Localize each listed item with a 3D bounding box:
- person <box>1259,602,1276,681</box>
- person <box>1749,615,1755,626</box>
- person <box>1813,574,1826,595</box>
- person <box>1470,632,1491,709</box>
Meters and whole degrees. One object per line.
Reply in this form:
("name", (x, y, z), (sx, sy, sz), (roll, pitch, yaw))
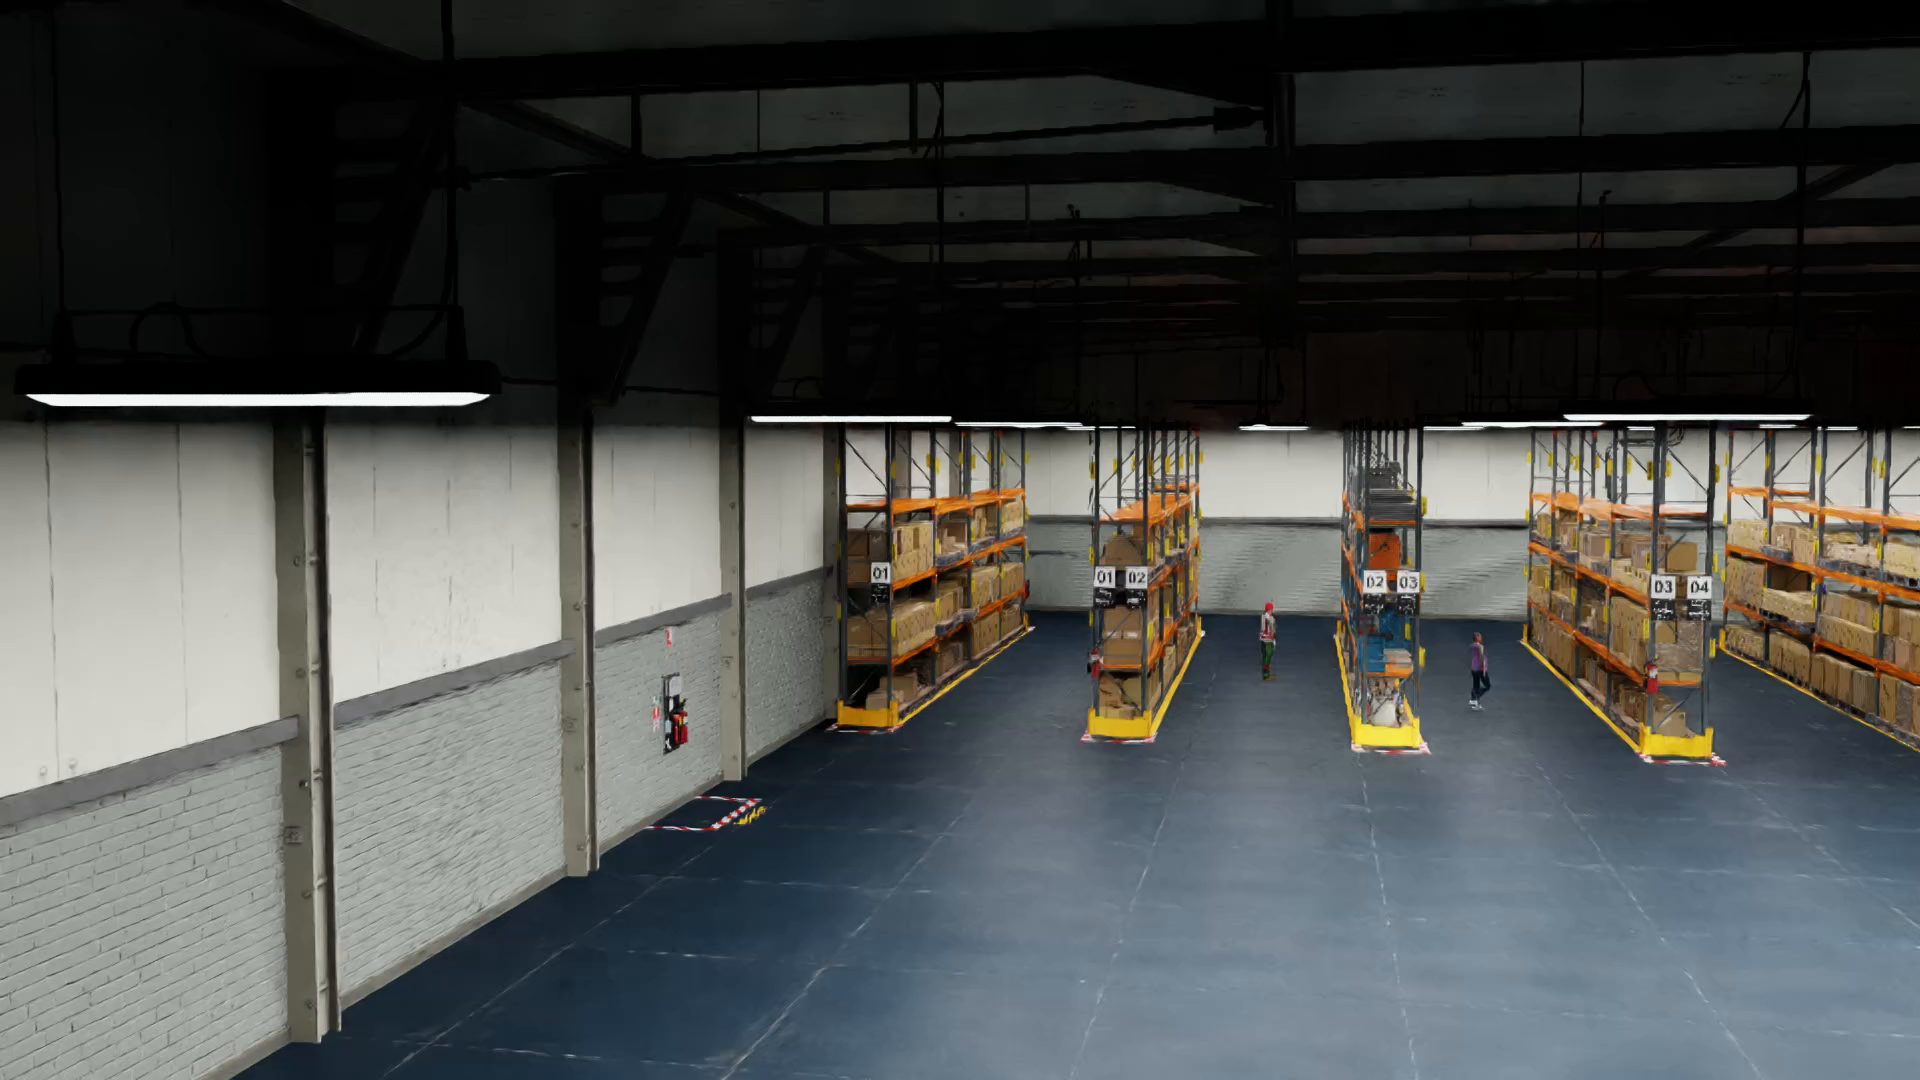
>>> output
("person", (7.140, 2.322, 38.329), (0.468, 1.794, 0.625), (-1, 4, -16))
("person", (22.168, 1.903, 46.196), (0.567, 1.662, 0.506), (-2, 4, -29))
("person", (24.790, 1.794, 47.963), (0.517, 1.647, 0.521), (-3, 5, -41))
("person", (10.670, 2.702, 34.267), (0.407, 1.594, 0.458), (-1, 4, -18))
